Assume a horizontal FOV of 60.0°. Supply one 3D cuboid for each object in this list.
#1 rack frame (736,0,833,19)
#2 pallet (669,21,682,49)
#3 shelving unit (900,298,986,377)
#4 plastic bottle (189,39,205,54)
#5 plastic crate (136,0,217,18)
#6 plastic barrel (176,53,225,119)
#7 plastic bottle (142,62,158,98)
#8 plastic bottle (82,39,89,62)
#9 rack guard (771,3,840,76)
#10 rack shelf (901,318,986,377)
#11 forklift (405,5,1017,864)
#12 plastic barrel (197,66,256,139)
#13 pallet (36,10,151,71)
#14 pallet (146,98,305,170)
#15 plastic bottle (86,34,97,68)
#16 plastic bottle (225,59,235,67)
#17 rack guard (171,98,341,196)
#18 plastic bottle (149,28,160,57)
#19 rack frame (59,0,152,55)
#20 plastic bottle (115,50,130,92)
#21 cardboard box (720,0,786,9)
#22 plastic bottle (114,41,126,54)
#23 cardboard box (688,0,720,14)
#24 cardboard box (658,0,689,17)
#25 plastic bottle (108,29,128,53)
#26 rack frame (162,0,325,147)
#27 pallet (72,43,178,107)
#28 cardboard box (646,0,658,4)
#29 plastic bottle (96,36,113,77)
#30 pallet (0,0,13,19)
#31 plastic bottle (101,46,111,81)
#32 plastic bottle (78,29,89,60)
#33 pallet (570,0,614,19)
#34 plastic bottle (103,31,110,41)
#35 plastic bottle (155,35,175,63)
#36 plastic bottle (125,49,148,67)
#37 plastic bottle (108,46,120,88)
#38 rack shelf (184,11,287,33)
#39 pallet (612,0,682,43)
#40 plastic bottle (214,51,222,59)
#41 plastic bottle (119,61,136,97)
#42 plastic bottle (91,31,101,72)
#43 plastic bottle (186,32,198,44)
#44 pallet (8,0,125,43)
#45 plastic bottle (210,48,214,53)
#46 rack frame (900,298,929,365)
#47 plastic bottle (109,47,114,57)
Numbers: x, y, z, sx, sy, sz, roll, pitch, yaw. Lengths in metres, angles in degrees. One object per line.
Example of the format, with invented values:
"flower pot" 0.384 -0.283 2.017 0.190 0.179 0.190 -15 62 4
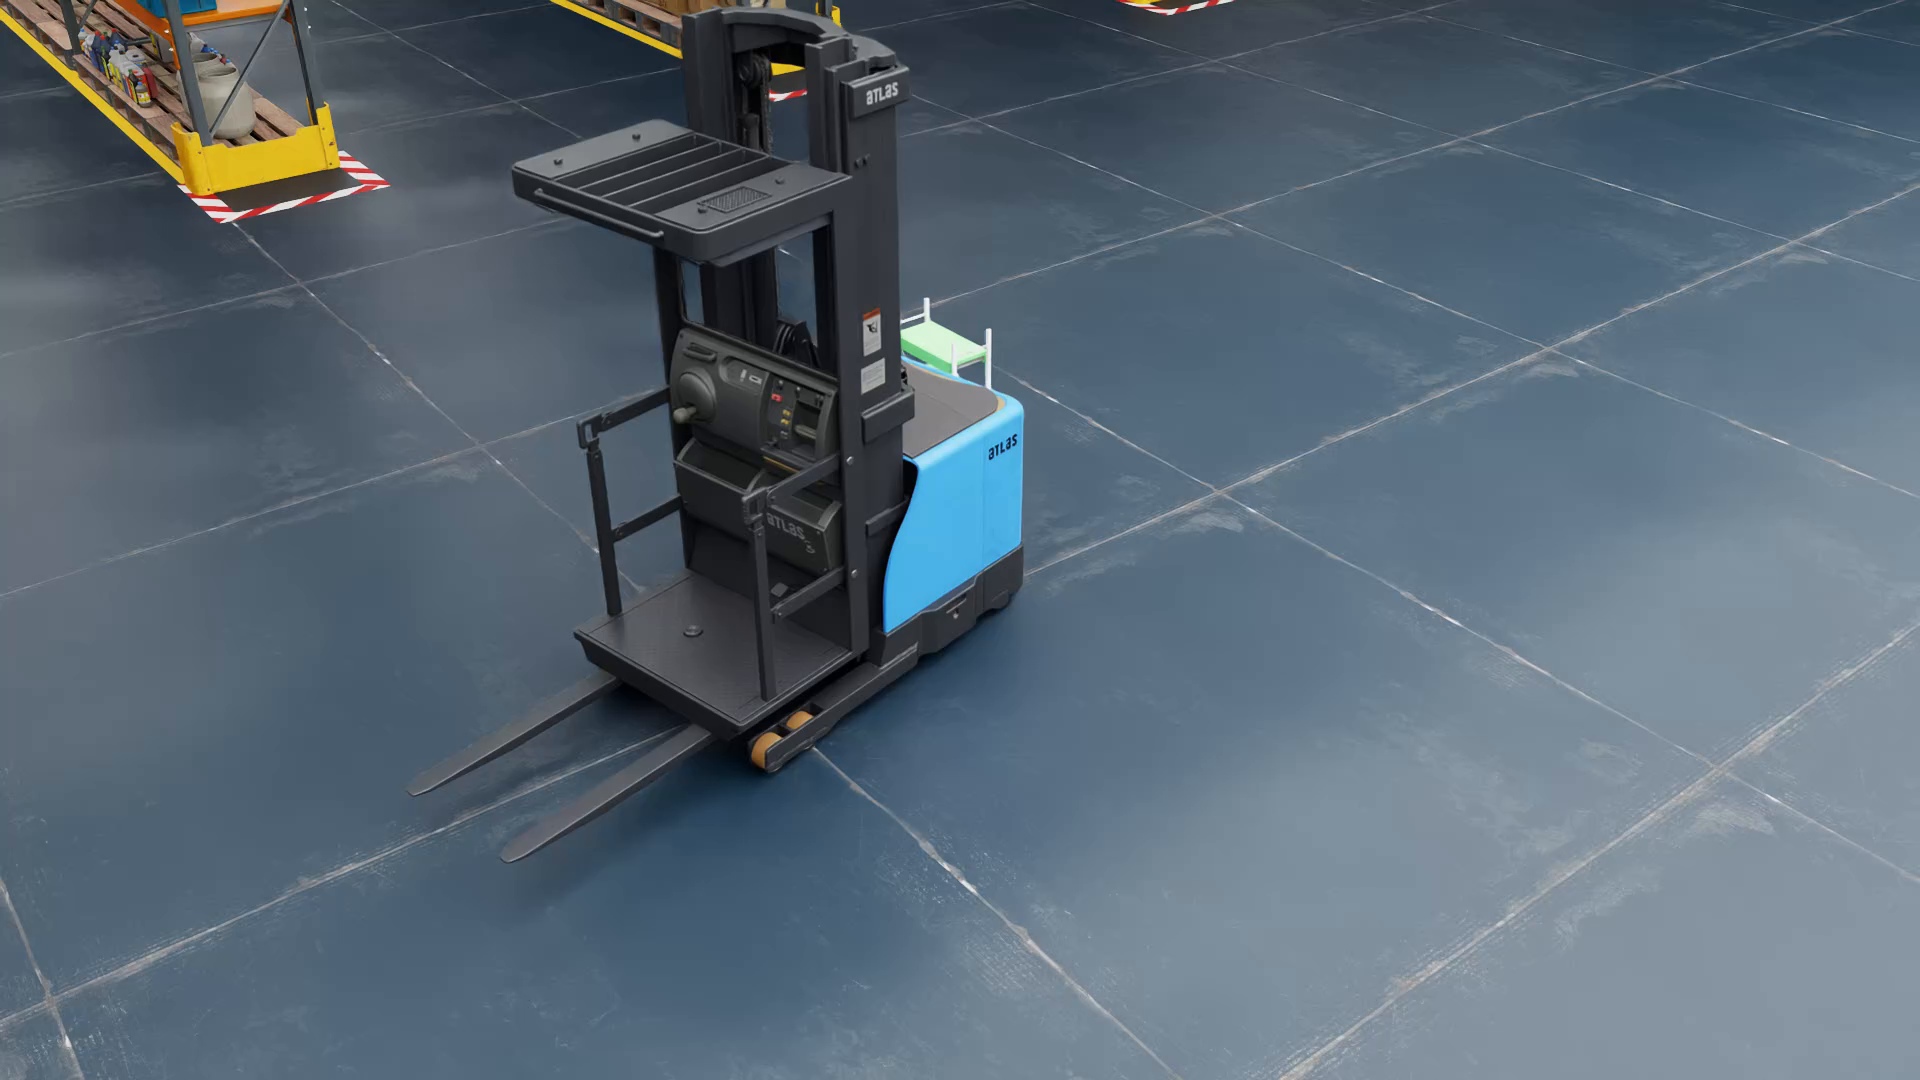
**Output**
"rack frame" -1.657 -5.822 15.281 1.000 3.000 0.127 -22 38 -31
"pallet" -2.174 -5.019 16.632 1.003 0.211 1.213 -22 38 -31
"shelving unit" -0.103 -0.584 8.553 0.258 1.200 0.492 -24 39 -33
"plastic bottle" -6.987 -4.458 15.249 0.152 0.276 0.135 -22 38 -31
"plastic crate" -7.911 -5.581 14.833 0.499 0.464 6.483 -22 38 -31
"plastic barrel" -6.340 -3.800 13.985 0.421 0.512 0.421 0 32 0
"plastic bottle" -7.091 -4.025 14.545 0.061 0.283 0.133 -22 38 -31
"plastic bottle" -8.111 -4.568 15.497 0.097 0.201 0.097 0 32 0
"rack guard" -1.703 -4.792 15.992 1.175 0.500 0.348 -22 38 -31
"rack shelf" -0.099 -0.935 8.330 0.258 0.148 0.480 -24 39 -33
"forklift" -1.018 -0.550 6.858 1.121 2.935 3.031 24 39 33
"plastic barrel" -6.033 -3.591 13.649 0.421 0.512 0.421 0 32 0
"pallet" -8.534 -5.017 16.628 1.003 0.211 1.213 -22 38 -31
"pallet" -6.147 -3.392 14.011 1.003 0.211 1.213 -22 38 -31
"plastic bottle" -7.953 -4.516 15.343 0.152 0.276 0.135 -21 37 -30
"plastic bottle" -6.435 -4.104 14.684 0.097 0.271 0.097 0 32 0
"rack guard" -5.653 -3.174 13.387 1.175 0.500 0.348 -22 38 -31
"plastic bottle" -7.513 -4.727 15.611 0.144 0.351 0.185 -22 38 -31
"rack frame" -8.022 -5.887 15.385 1.000 3.000 0.127 -22 38 -31
"plastic bottle" -7.364 -4.145 14.674 0.144 0.351 0.185 -21 37 -29
"cardboard box" -2.026 -5.205 16.258 0.500 0.500 0.500 -15 35 -23
"plastic bottle" -7.671 -4.423 15.197 0.097 0.271 0.097 0 32 0
"cardboard box" -2.420 -5.443 16.641 0.614 0.500 0.614 -22 38 -31
"cardboard box" -2.789 -5.710 17.071 0.500 0.500 0.500 -19 36 -27
"plastic bottle" -7.741 -4.525 15.286 0.144 0.351 0.185 -22 38 -31
"rack frame" -5.569 -4.220 12.701 1.000 3.000 0.127 -22 38 -31
"pallet" -7.643 -4.409 15.649 1.003 0.211 1.213 -22 38 -31
"cardboard box" -3.096 -5.957 17.469 0.500 0.500 0.500 -26 40 -35
"plastic bottle" -7.739 -4.399 15.084 0.144 0.351 0.185 -24 39 -33
"pallet" -10.030 -6.034 18.265 1.003 0.211 1.213 -22 38 -31
"plastic bottle" -7.671 -4.288 14.969 0.061 0.283 0.133 -20 37 -29
"plastic bottle" -8.173 -4.640 15.547 0.097 0.271 0.097 0 32 0
"pallet" -3.670 -6.036 18.269 1.003 0.211 1.213 -22 38 -31
"plastic bottle" -7.869 -4.554 15.397 0.061 0.283 0.133 -22 38 -31
"plastic bottle" -7.383 -4.603 15.483 0.152 0.276 0.135 -22 38 -31
"plastic bottle" -7.377 -4.249 14.912 0.152 0.276 0.135 -22 38 -31
"plastic bottle" -7.478 -4.222 14.799 0.144 0.351 0.185 -23 38 -32
"rack shelf" -6.796 -4.809 14.195 0.831 0.071 3.687 -22 38 -31
"pallet" -2.918 -5.528 17.450 1.003 0.211 1.213 -22 38 -31
"plastic bottle" -6.645 -4.247 14.914 0.097 0.271 0.097 0 32 0
"plastic bottle" -7.260 -4.045 14.584 0.152 0.276 0.135 -23 39 -33
"plastic bottle" -7.855 -4.478 15.210 0.144 0.351 0.185 -21 38 -30
"plastic bottle" -7.084 -4.559 15.341 0.144 0.351 0.185 -23 38 -32
"pallet" -9.287 -5.526 17.447 1.003 0.211 1.213 -22 38 -31
"plastic bottle" -6.706 -4.289 14.981 0.097 0.271 0.097 0 32 0
"rack frame" -0.254 -0.681 8.710 0.240 1.200 0.015 -24 39 -33
"plastic bottle" -7.619 -4.316 15.026 0.097 0.271 0.097 0 32 0
